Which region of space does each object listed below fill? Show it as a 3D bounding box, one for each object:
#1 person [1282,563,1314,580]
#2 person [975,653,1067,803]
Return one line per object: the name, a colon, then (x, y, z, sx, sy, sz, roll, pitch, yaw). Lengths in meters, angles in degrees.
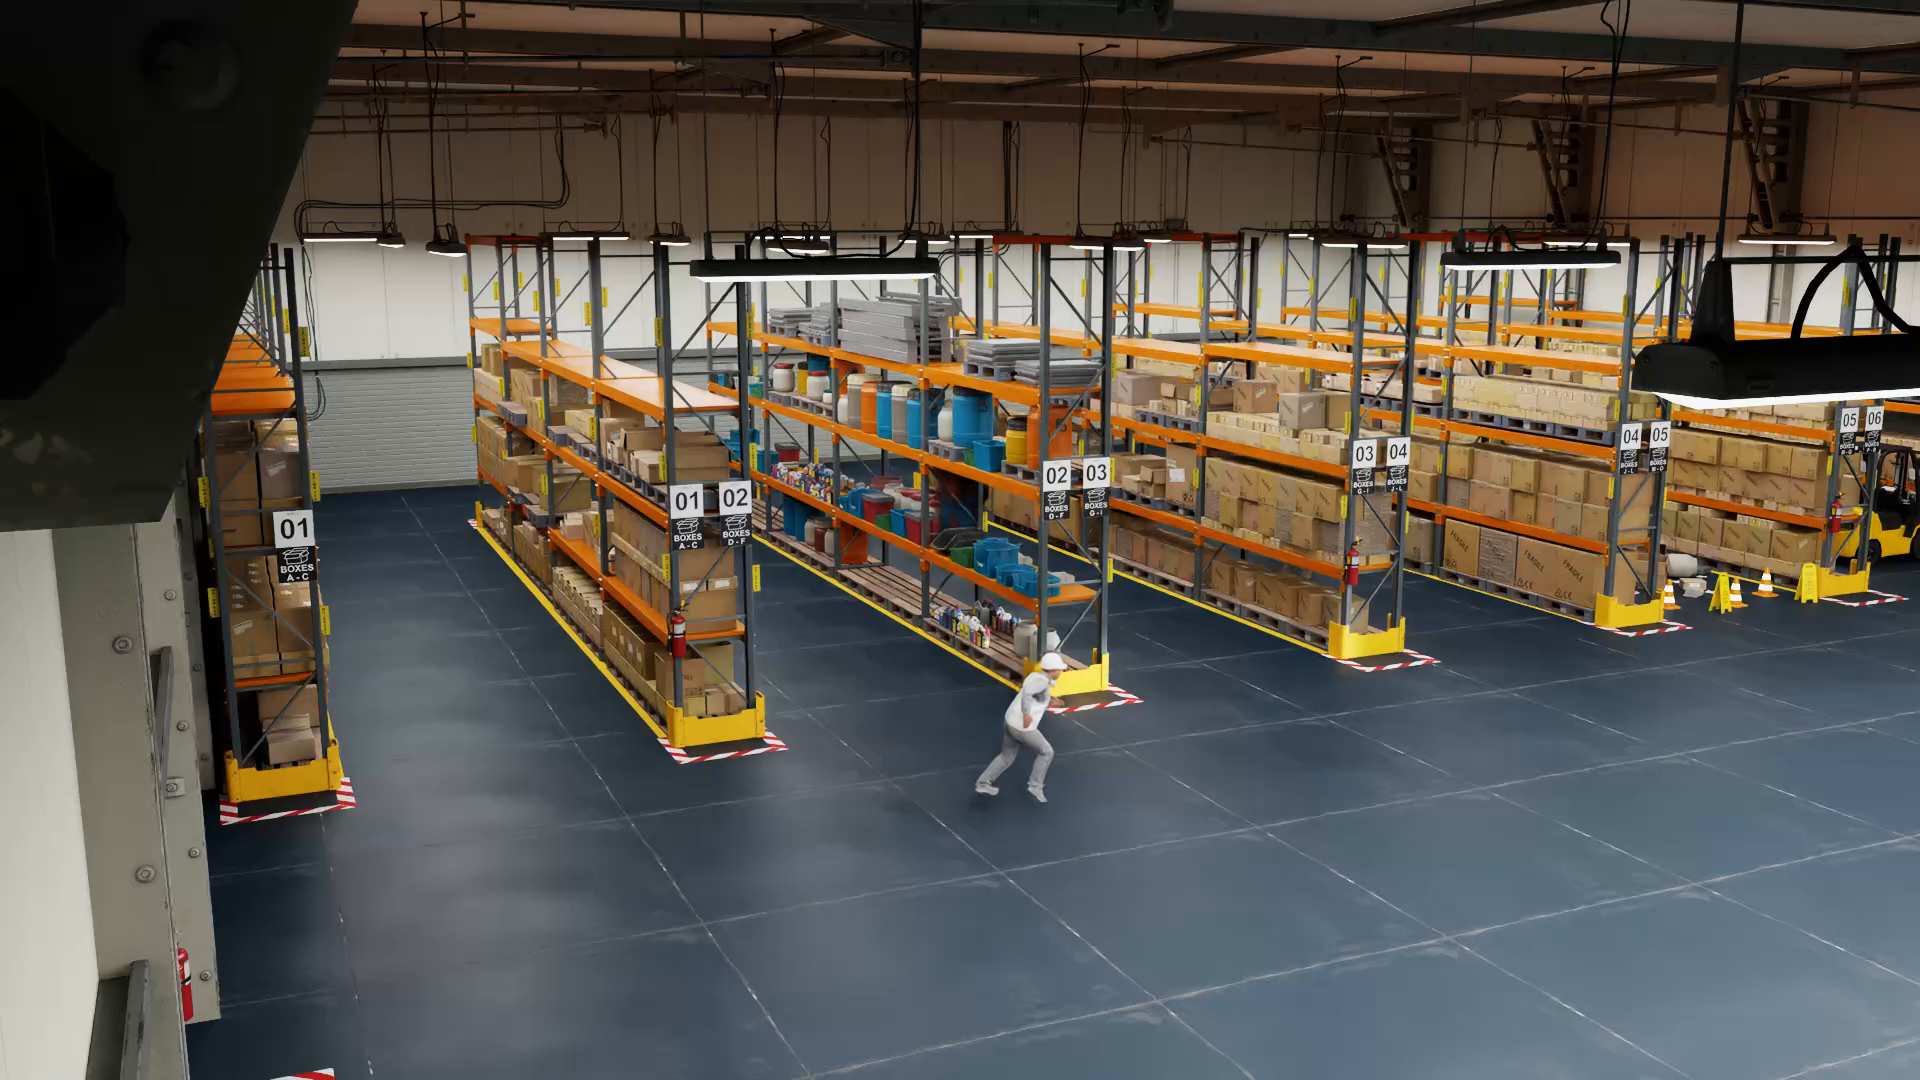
person: (5.997, -0.039, 28.869, 0.711, 1.689, 0.680, -6, 12, -27)
person: (0.672, 2.085, 18.145, 1.005, 1.718, 0.702, -1, 11, -6)
